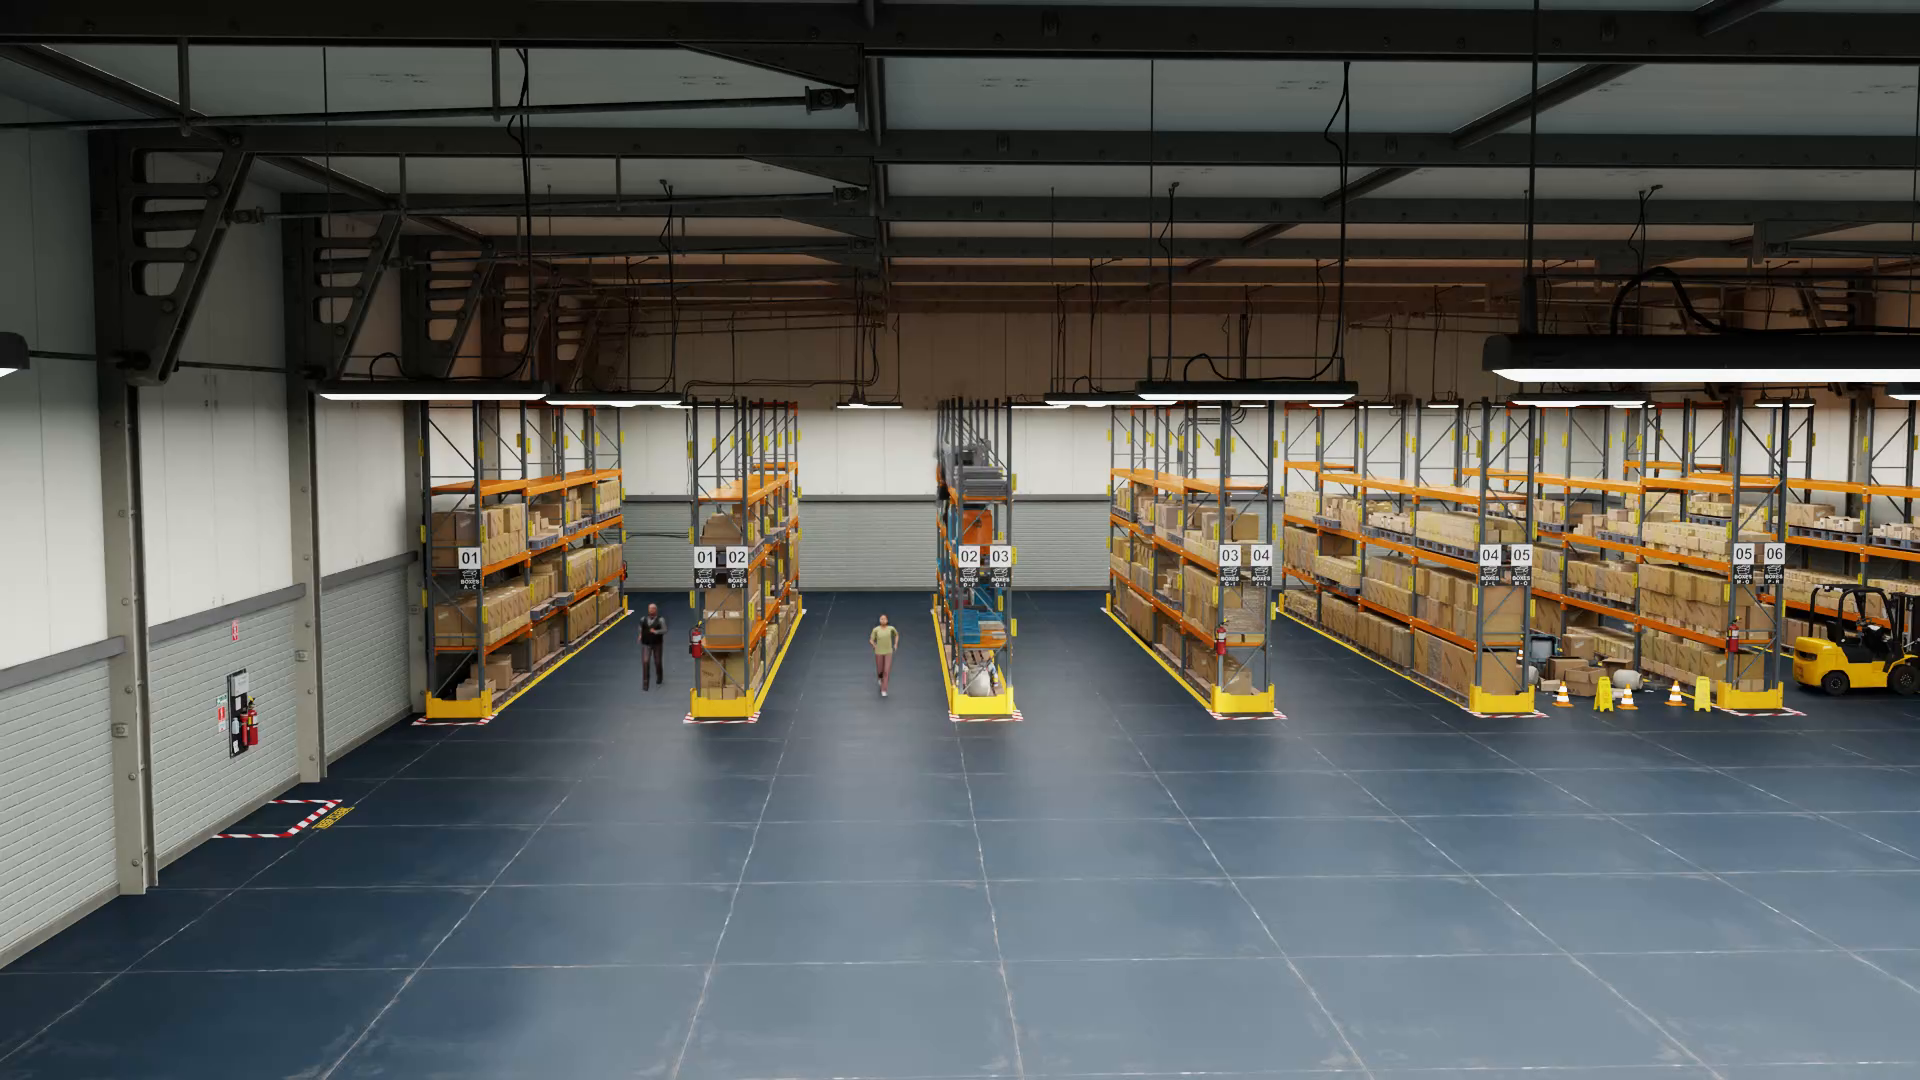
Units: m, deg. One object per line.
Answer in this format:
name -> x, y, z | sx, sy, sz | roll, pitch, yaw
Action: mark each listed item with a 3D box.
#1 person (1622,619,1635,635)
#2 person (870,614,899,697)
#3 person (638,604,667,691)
person -> 16.521, 1.708, 40.730 | 0.652, 1.738, 0.616 | -1, 4, -9
person -> -1.531, 2.306, 33.735 | 0.593, 1.640, 0.875 | 0, 4, -3
person -> -6.354, 2.183, 34.349 | 0.644, 1.734, 0.904 | 0, 4, 0
